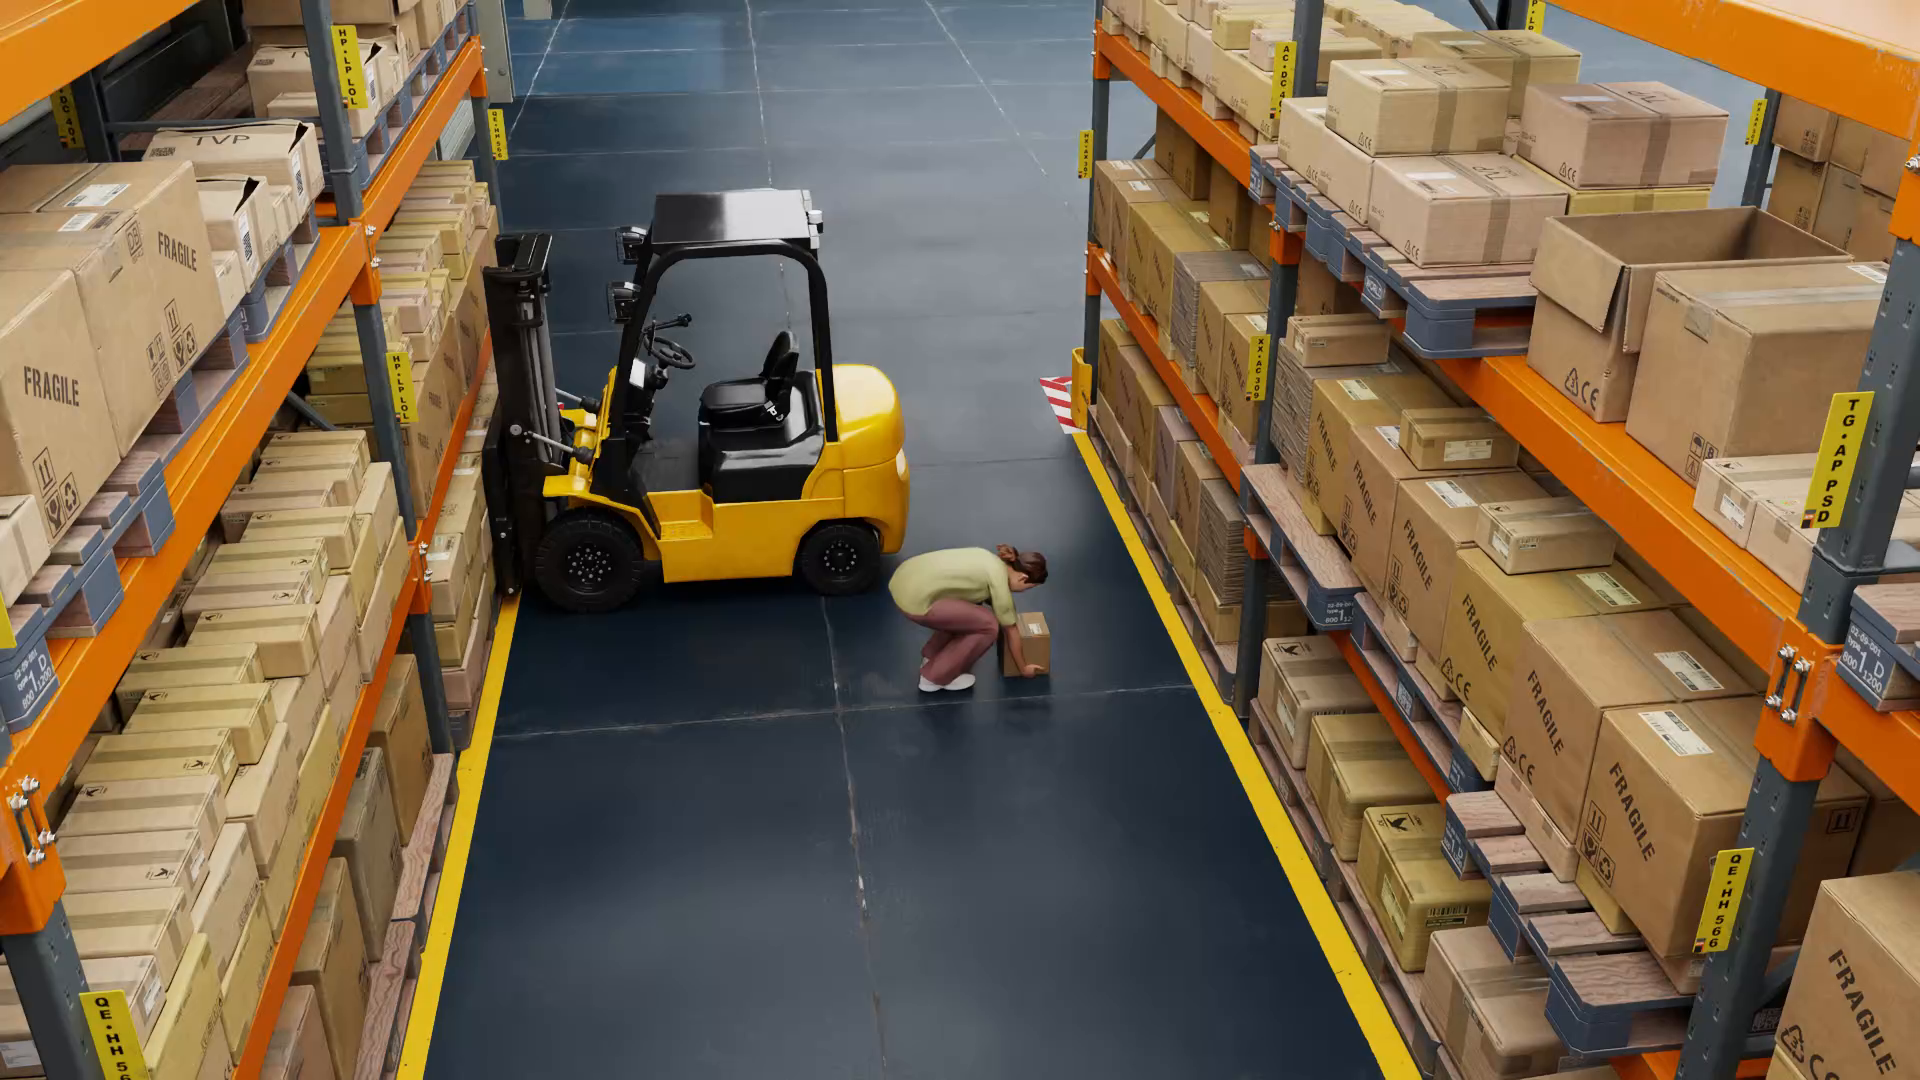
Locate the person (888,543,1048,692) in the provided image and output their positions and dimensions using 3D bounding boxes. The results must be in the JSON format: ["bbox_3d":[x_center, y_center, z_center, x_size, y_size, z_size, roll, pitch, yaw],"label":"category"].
[{"bbox_3d":[0.053,0.396,8.885,0.866,0.758,0.448,-8,28,-15],"label":"person"}]
